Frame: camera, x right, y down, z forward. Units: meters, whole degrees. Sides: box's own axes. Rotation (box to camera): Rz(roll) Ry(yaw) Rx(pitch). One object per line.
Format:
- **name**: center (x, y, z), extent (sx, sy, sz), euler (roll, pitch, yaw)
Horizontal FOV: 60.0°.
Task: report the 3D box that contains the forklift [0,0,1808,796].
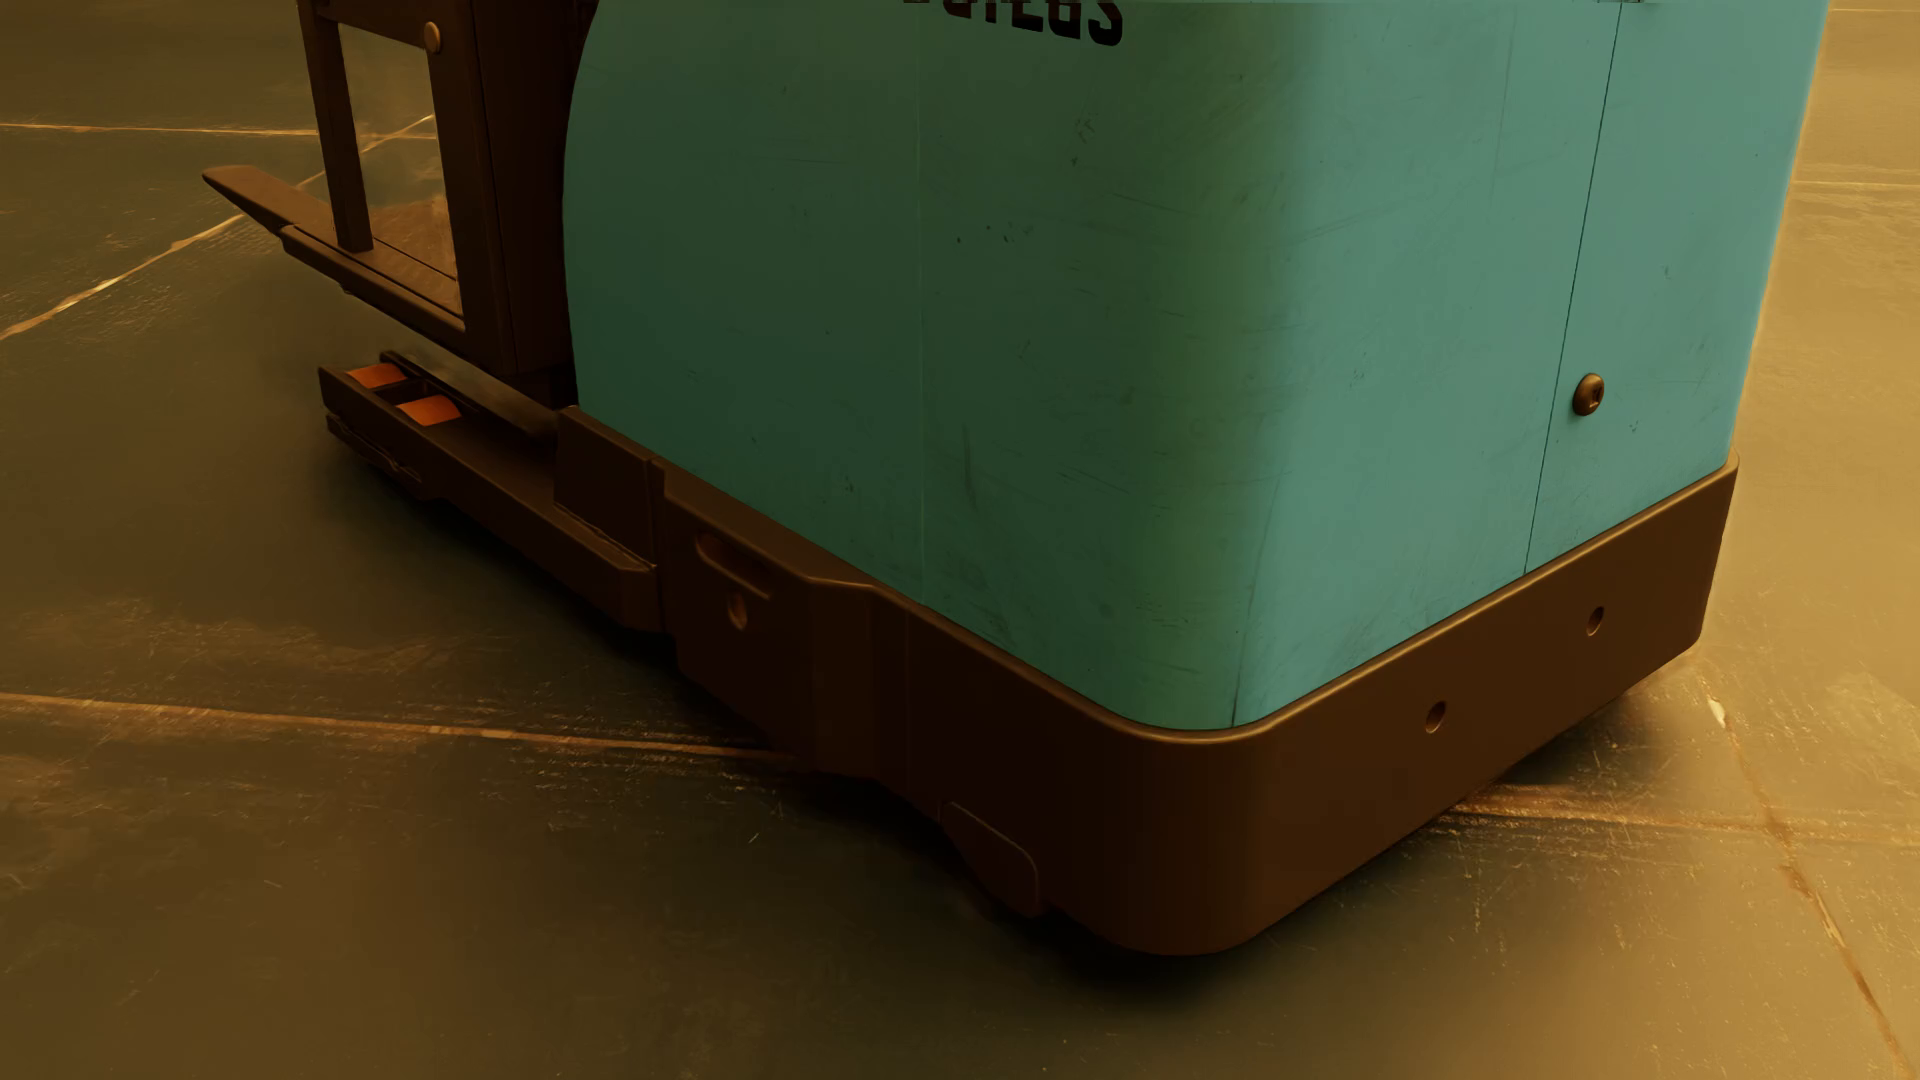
- **forklift**: center (-0.604, -1.345, 1.913), extent (3.031, 2.935, 1.130), euler (5, 27, 10)
